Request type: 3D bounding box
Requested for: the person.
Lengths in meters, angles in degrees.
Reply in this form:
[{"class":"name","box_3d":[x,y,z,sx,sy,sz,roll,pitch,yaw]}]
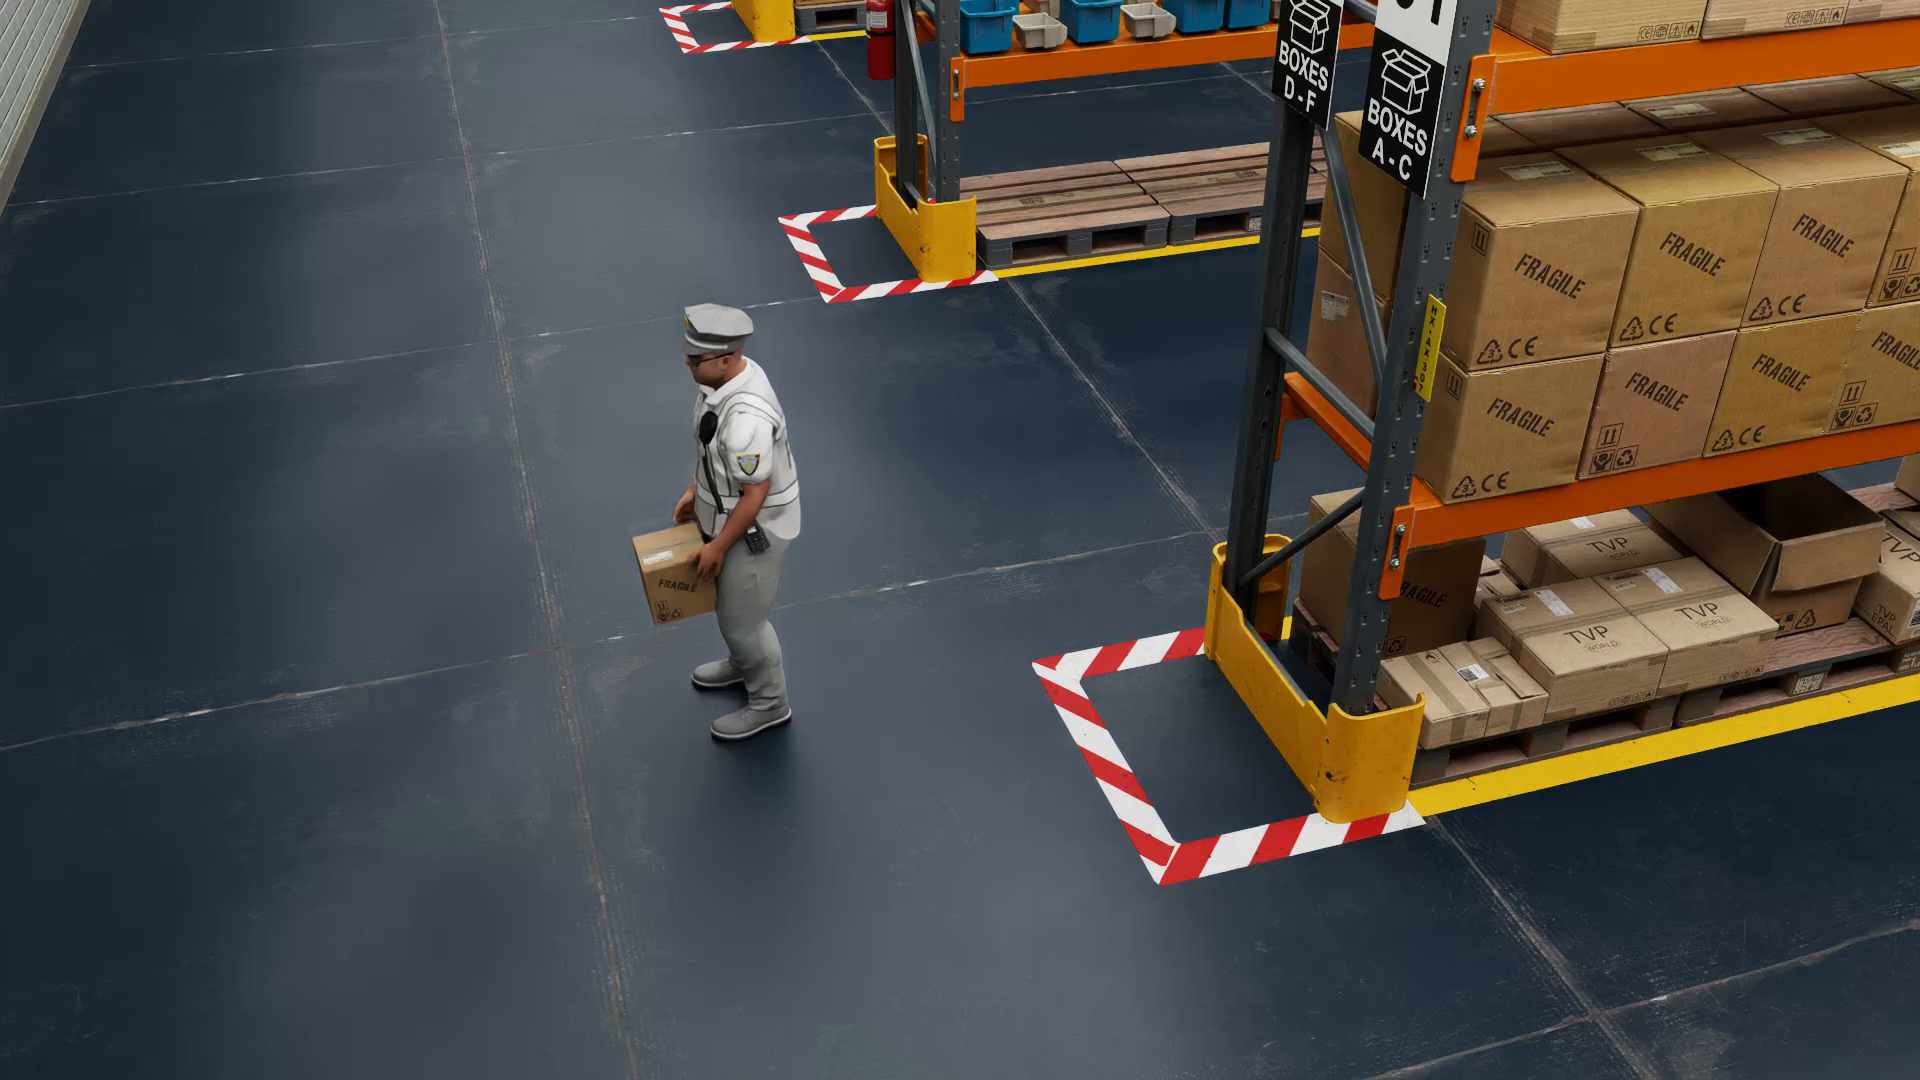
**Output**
[{"class":"person","box_3d":[-0.831,-0.071,6.228,0.444,1.763,0.547,-11,35,-16]}]
